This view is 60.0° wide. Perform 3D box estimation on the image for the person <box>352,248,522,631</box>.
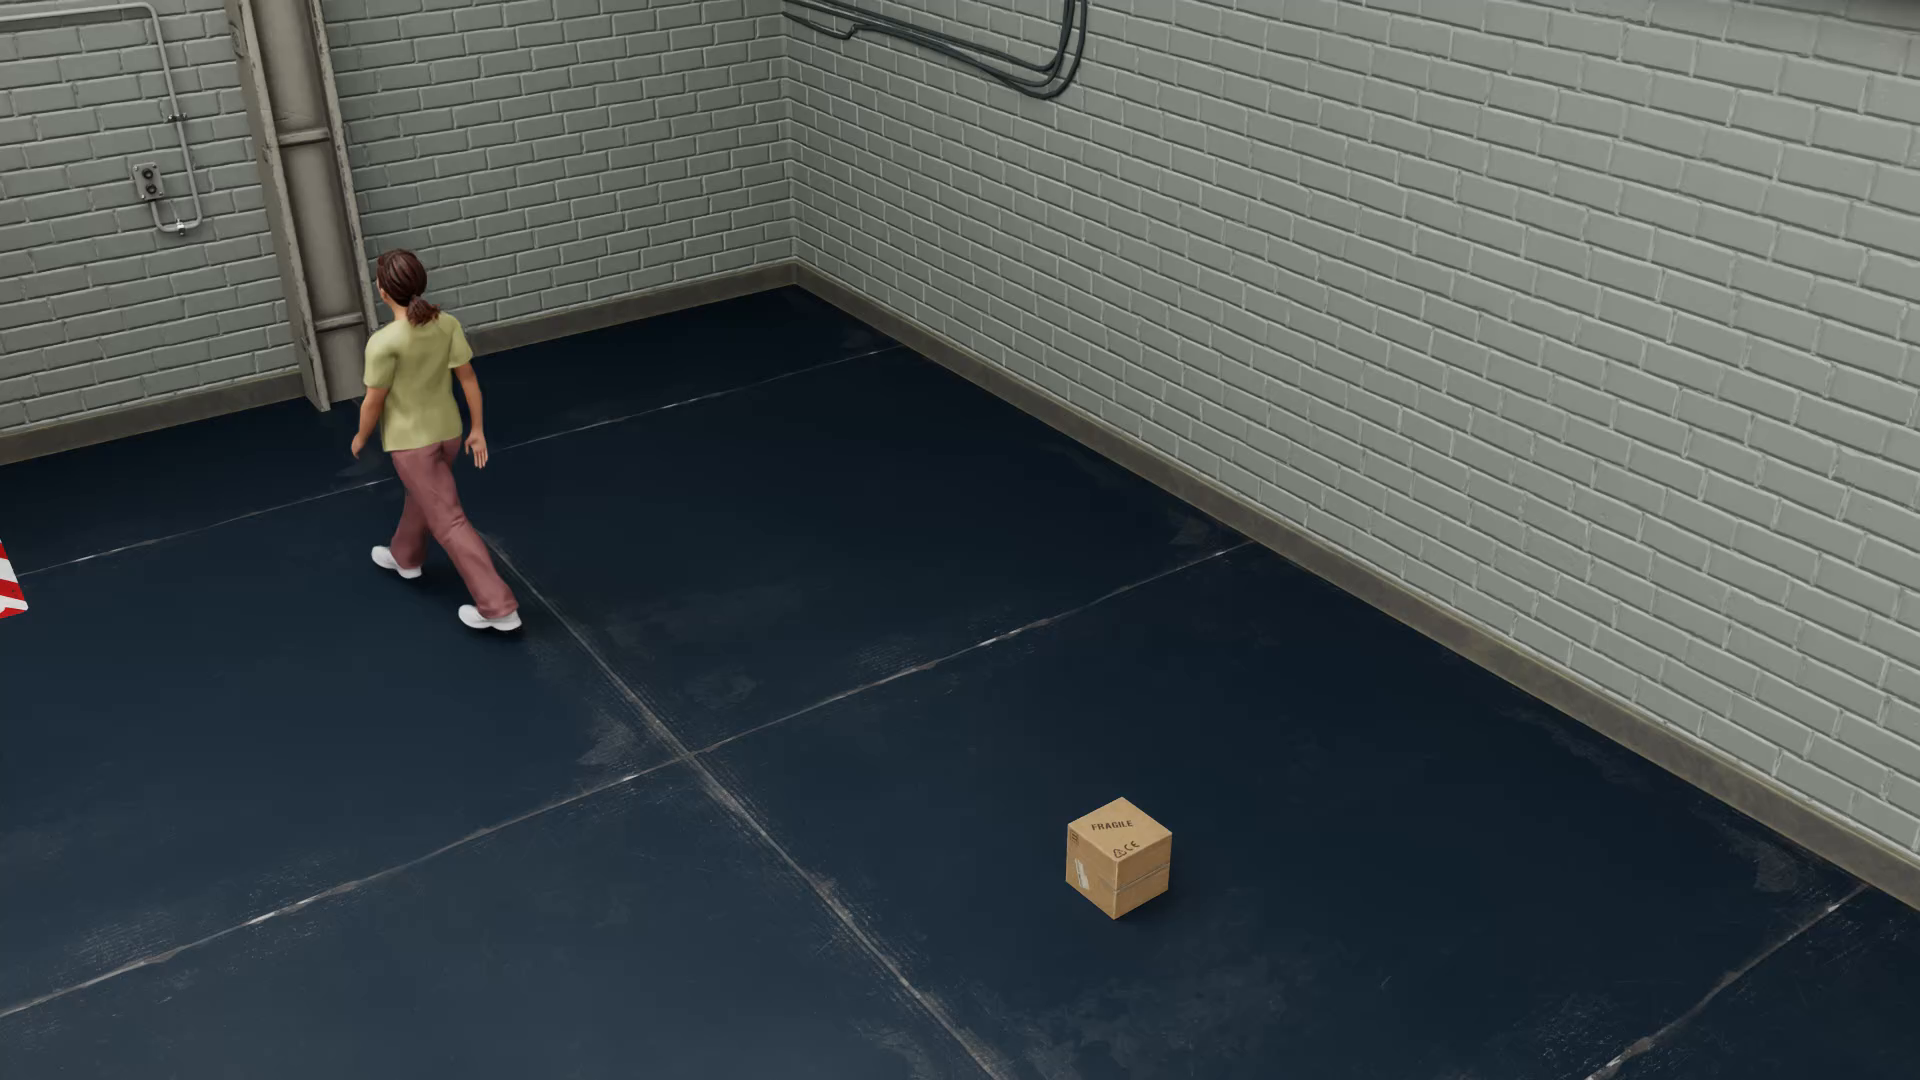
[{"bbox_3d":[-2.291,-0.443,6.907,1.024,1.608,0.457,17,33,28],"label":"person"}]
